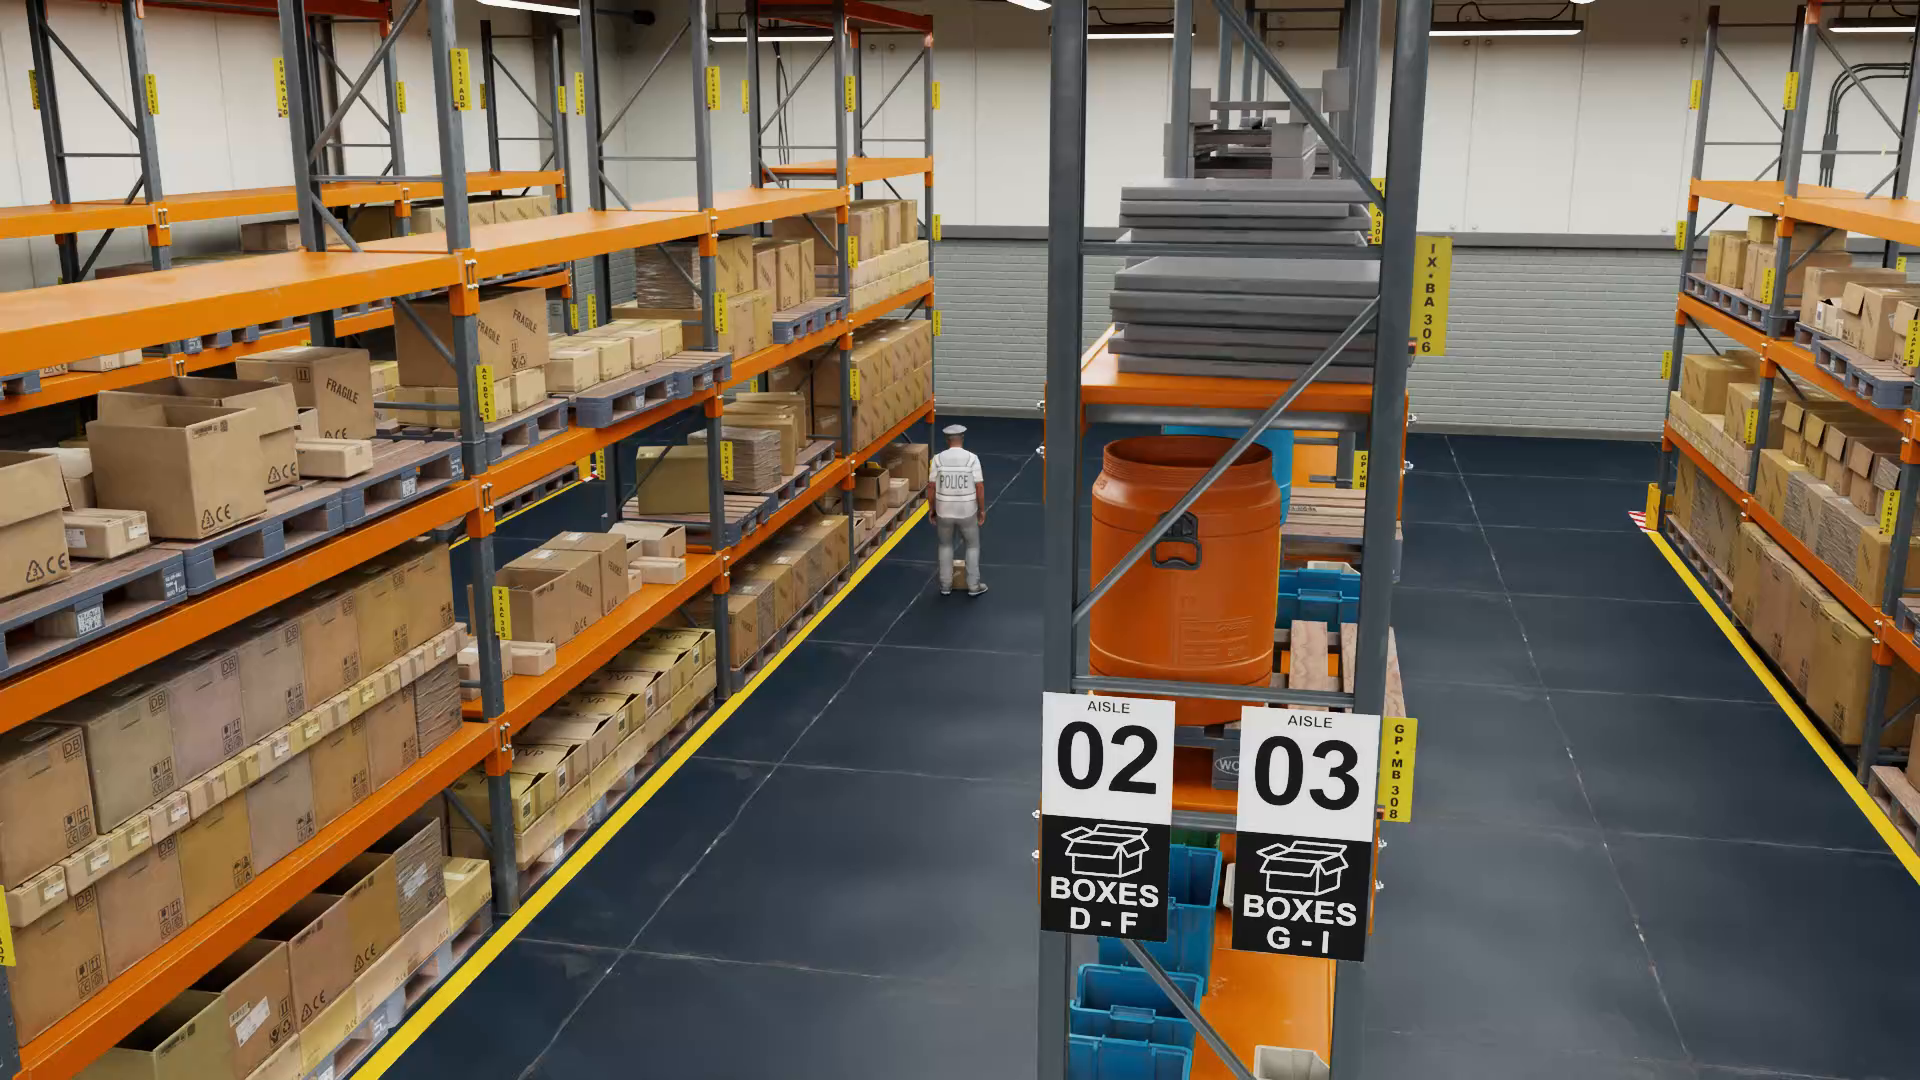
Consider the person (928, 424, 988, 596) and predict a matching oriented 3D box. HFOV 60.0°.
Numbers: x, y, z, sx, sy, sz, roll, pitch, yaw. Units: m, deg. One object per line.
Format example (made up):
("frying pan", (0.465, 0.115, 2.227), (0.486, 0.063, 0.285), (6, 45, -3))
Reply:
("person", (-0.030, -0.293, 17.122), (0.606, 1.748, 0.435), (2, 15, 8))
